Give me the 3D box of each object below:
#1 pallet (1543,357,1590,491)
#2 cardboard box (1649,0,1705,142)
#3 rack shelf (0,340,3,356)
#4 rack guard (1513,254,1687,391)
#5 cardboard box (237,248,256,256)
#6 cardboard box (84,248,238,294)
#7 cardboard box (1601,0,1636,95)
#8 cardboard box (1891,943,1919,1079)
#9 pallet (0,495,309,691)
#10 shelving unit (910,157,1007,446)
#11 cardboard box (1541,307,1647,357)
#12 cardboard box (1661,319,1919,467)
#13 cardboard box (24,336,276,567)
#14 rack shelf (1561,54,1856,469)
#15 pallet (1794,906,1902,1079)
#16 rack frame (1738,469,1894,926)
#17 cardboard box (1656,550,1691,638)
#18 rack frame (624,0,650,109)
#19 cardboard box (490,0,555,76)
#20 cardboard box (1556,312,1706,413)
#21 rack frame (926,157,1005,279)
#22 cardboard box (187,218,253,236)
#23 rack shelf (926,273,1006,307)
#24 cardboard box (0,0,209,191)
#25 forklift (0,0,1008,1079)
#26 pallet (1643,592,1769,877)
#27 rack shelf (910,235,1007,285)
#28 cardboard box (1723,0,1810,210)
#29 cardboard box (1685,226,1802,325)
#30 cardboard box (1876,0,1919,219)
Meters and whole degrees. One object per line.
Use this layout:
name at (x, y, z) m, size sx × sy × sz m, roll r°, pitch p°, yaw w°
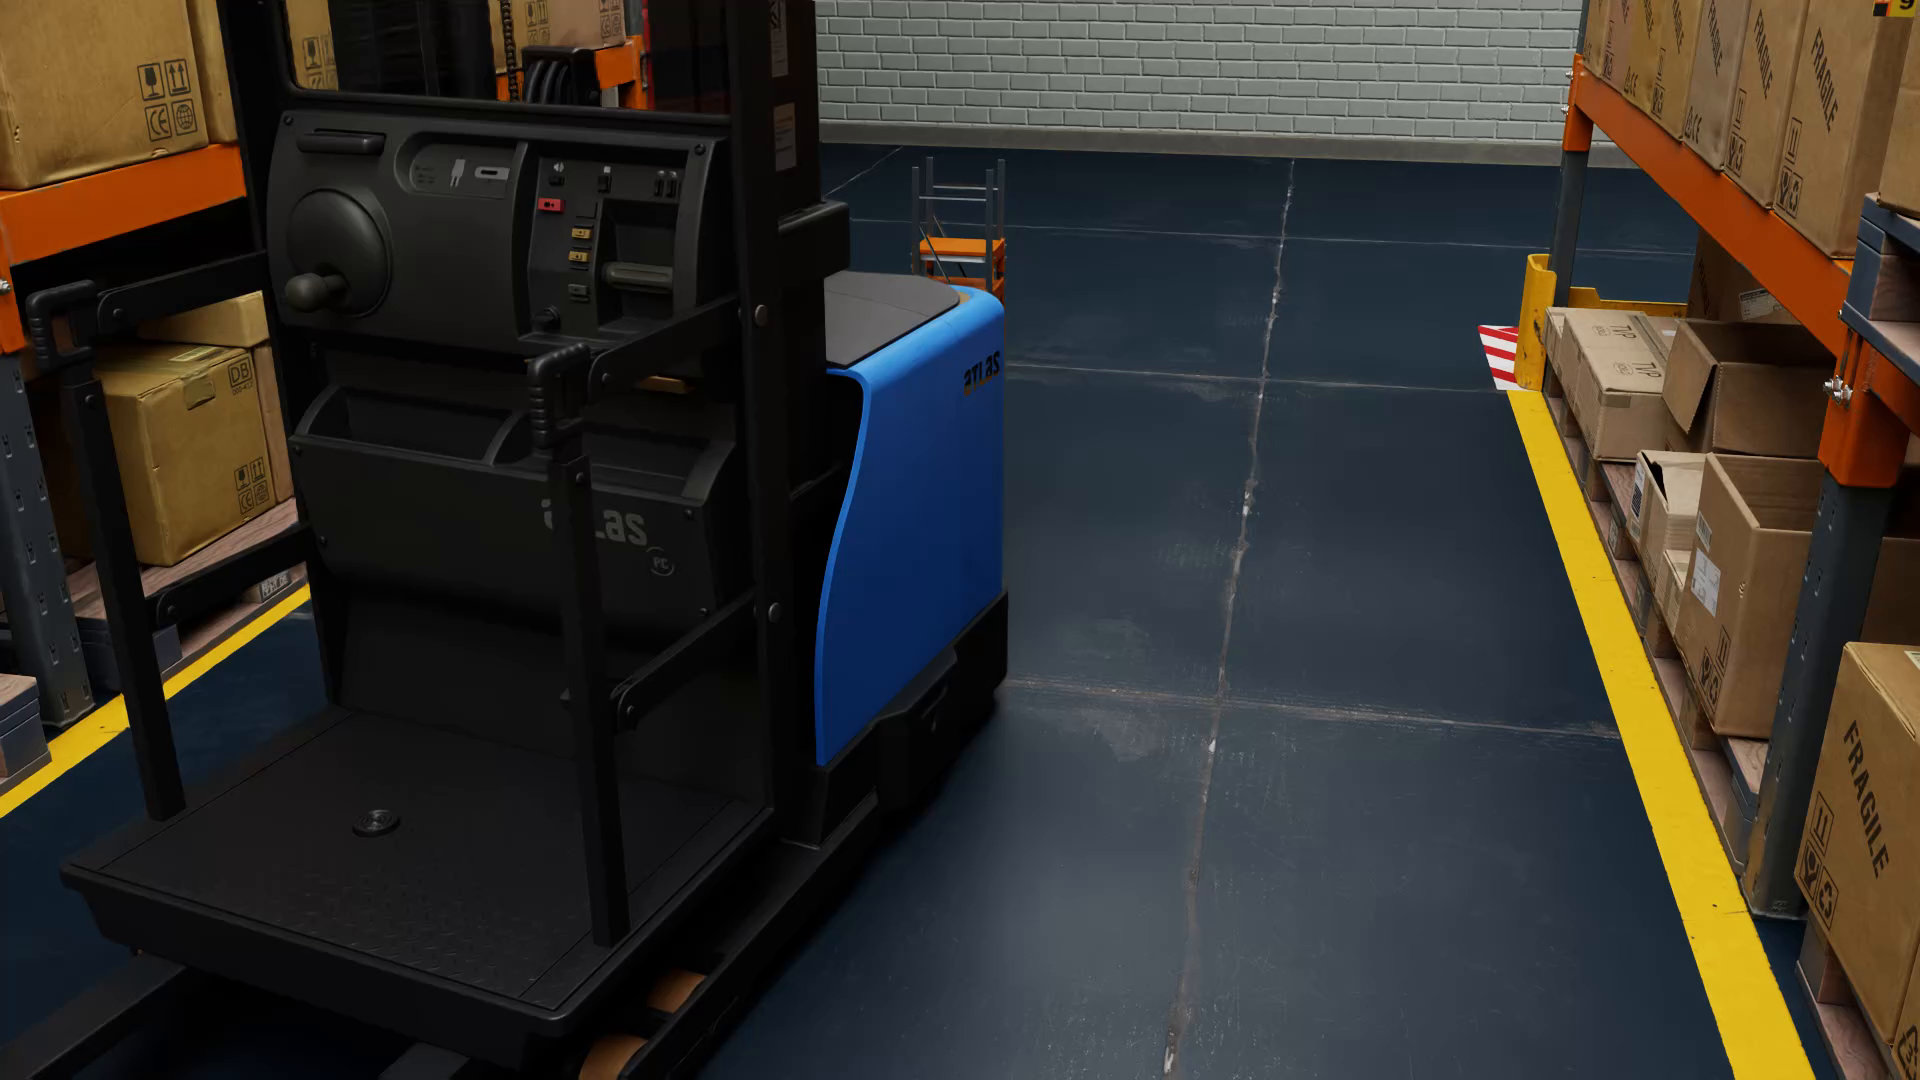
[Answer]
pallet at (2.768, -0.446, 6.178) m, size 1.003 × 0.211 × 1.213 m, roll 4°, pitch 22°, yaw 11°
cardboard box at (2.288, -1.408, 4.701) m, size 0.500 × 0.500 × 0.500 m, roll 5°, pitch 22°, yaw 12°
rack shelf at (-3.129, 0.093, 2.071) m, size 1.077 × 0.370 × 4.000 m, roll 4°, pitch 22°, yaw 11°
rack guard at (2.930, -0.872, 6.849) m, size 1.175 × 0.500 × 0.348 m, roll 4°, pitch 22°, yaw 11°
cardboard box at (-2.113, -0.876, 5.430) m, size 0.380 × 0.149 × 0.250 m, roll 4°, pitch 22°, yaw 9°
cardboard box at (-2.533, -0.826, 5.304) m, size 0.380 × 0.149 × 0.250 m, roll 4°, pitch 22°, yaw 9°
cardboard box at (2.497, -1.774, 5.609) m, size 0.500 × 0.500 × 0.500 m, roll 4°, pitch 22°, yaw 10°
cardboard box at (1.694, 0.714, 2.323) m, size 0.500 × 0.500 × 0.500 m, roll 5°, pitch 22°, yaw 12°
pallet at (-2.489, 0.049, 4.949) m, size 1.003 × 0.211 × 1.213 m, roll 4°, pitch 22°, yaw 11°
shelving unit at (-0.003, -0.551, 5.116) m, size 0.258 × 1.200 × 0.189 m, roll 4°, pitch 22°, yaw 11°
cardboard box at (2.524, -0.814, 6.586) m, size 0.380 × 0.149 × 0.250 m, roll 4°, pitch 22°, yaw 11°
cardboard box at (2.508, -0.330, 4.909) m, size 0.797 × 0.503 × 0.637 m, roll 4°, pitch 22°, yaw 11°
cardboard box at (-2.468, -0.273, 4.801) m, size 0.700 × 0.500 × 0.500 m, roll 5°, pitch 22°, yaw 12°
rack shelf at (2.537, -0.994, 4.769) m, size 1.077 × 0.370 × 4.000 m, roll 4°, pitch 22°, yaw 11°
pallet at (2.000, 0.998, 2.593) m, size 1.003 × 0.211 × 1.213 m, roll 4°, pitch 22°, yaw 11°
rack frame at (2.129, -0.596, 2.818) m, size 1.000 × 3.000 × 0.127 m, roll 4°, pitch 22°, yaw 11°
cardboard box at (1.986, 0.151, 4.192) m, size 0.380 × 0.149 × 0.250 m, roll 4°, pitch 22°, yaw 11°
rack frame at (-1.905, -2.435, 7.385) m, size 1.000 × 3.000 × 0.127 m, roll 4°, pitch 22°, yaw 11°
cardboard box at (-2.137, -2.120, 6.201) m, size 0.980 × 0.700 × 0.700 m, roll 4°, pitch 22°, yaw 10°
cardboard box at (2.455, -0.627, 5.988) m, size 0.500 × 0.250 × 0.500 m, roll 4°, pitch 22°, yaw 11°
rack frame at (0.016, -0.585, 5.199) m, size 0.240 × 1.200 × 0.006 m, roll 4°, pitch 22°, yaw 11°
cardboard box at (-2.429, -1.012, 5.768) m, size 0.380 × 0.149 × 0.250 m, roll 4°, pitch 22°, yaw 10°
rack shelf at (-0.003, -0.733, 5.043) m, size 0.258 × 0.103 × 0.180 m, roll 4°, pitch 22°, yaw 11°
cardboard box at (-2.594, -1.309, 4.186) m, size 0.980 × 0.700 × 0.700 m, roll 5°, pitch 22°, yaw 12°
forklift at (-0.926, -0.530, 2.746) m, size 1.130 × 2.935 × 3.031 m, roll 9°, pitch 24°, yaw 22°
pallet at (2.270, 0.446, 3.963) m, size 1.003 × 0.211 × 1.213 m, roll 4°, pitch 22°, yaw 11°
rack shelf at (-0.003, -0.844, 4.998) m, size 0.258 × 0.103 × 0.180 m, roll 4°, pitch 22°, yaw 11°
cardboard box at (2.084, -1.033, 3.770) m, size 0.500 × 0.500 × 0.500 m, roll 5°, pitch 22°, yaw 12°
cardboard box at (3.076, -0.886, 6.295) m, size 0.500 × 0.500 × 0.500 m, roll 4°, pitch 22°, yaw 11°
cardboard box at (1.814, -0.681, 2.333) m, size 0.700 × 0.500 × 0.500 m, roll -3°, pitch 22°, yaw -7°
